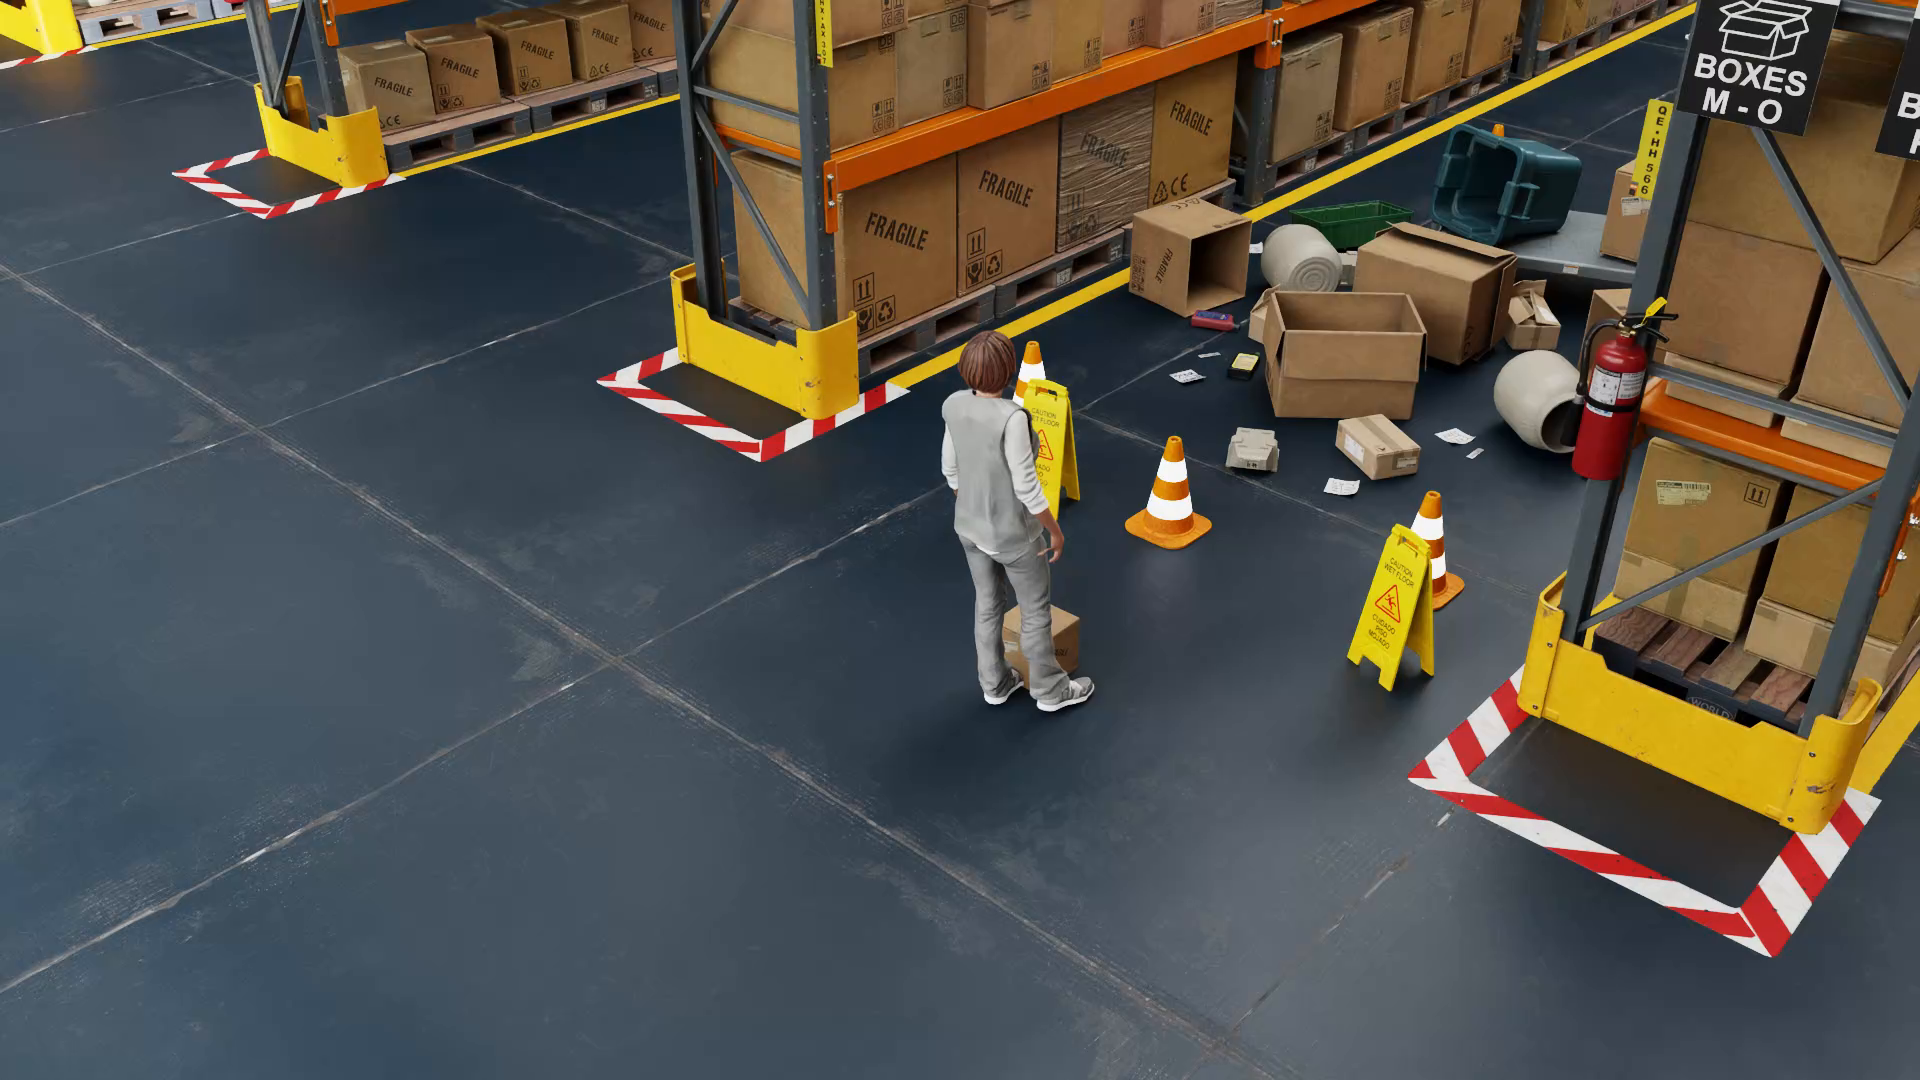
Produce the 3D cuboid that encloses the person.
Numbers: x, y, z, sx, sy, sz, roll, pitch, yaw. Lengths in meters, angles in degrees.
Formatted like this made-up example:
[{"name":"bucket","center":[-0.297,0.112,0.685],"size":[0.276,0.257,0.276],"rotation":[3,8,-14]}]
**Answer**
[{"name":"person","center":[0.208,-0.069,6.238],"size":[0.519,1.598,0.474],"rotation":[26,40,35]}]
